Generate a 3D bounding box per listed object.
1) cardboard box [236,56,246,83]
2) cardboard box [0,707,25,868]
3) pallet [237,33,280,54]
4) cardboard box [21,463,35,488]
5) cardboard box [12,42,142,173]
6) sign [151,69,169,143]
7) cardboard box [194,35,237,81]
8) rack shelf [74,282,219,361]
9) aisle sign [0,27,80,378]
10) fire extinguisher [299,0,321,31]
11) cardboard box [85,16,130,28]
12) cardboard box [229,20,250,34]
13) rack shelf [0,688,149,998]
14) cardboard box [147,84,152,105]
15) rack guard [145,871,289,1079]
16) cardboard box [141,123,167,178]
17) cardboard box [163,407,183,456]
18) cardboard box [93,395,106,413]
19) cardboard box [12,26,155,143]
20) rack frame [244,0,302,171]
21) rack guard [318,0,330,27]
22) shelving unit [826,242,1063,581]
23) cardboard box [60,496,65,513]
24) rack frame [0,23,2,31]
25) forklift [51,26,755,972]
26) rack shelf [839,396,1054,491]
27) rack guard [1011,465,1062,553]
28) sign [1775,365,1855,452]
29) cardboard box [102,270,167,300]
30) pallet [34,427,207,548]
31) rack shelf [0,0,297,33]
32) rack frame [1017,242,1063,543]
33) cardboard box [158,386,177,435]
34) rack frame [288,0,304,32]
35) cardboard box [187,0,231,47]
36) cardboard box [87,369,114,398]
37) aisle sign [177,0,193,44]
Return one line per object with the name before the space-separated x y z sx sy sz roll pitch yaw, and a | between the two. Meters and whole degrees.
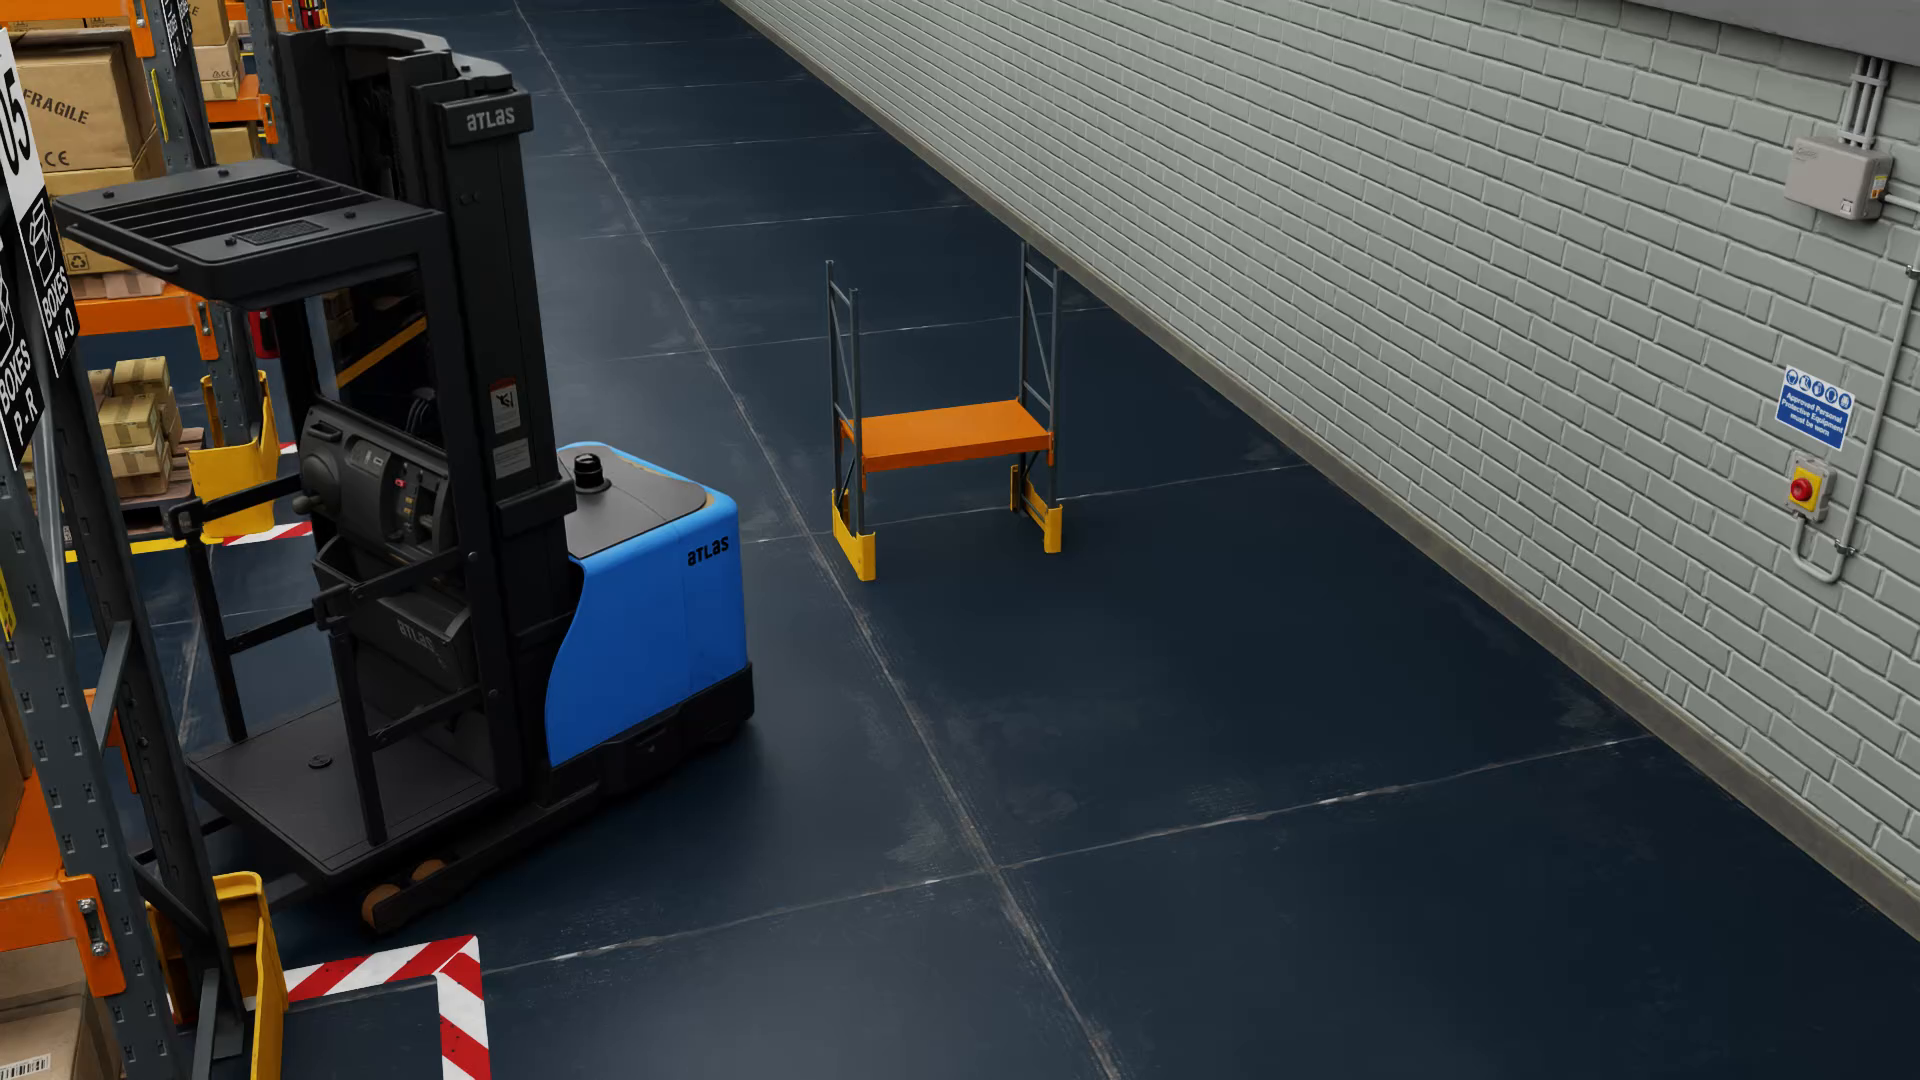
cardboard box | -5.804 -3.713 13.139 0.250 0.149 0.380 -8 27 -16
cardboard box | -2.672 0.589 4.079 0.500 0.500 0.500 -8 28 -16
pallet | -9.258 -6.554 21.715 1.213 0.211 1.003 -8 28 -16
cardboard box | -4.831 -0.403 8.587 0.250 0.149 0.380 -9 28 -18
cardboard box | -4.282 -2.082 7.998 0.500 0.500 0.500 -9 28 -17
sign | -3.772 -2.047 7.842 0.005 0.325 0.100 -8 28 -16
cardboard box | -5.743 -3.622 12.507 0.500 0.250 0.500 -9 28 -17
rack shelf | -5.826 -1.026 8.253 4.000 0.370 1.077 -8 28 -16
aisle sign | -2.317 -0.842 4.149 0.004 0.787 0.394 -8 28 -16
fire extinguisher | -6.614 -5.456 16.873 0.183 0.674 0.296 -8 28 -16
cardboard box | -6.380 -4.116 12.659 0.500 0.500 0.500 -9 28 -17
cardboard box | -9.282 -6.655 21.474 0.250 0.166 0.380 -8 28 -16
rack shelf | -4.197 1.053 4.065 4.000 0.370 1.077 -8 28 -16
cardboard box | -6.088 -3.364 12.434 0.250 0.149 0.380 -8 28 -16
rack guard | -2.273 1.571 5.023 0.348 0.500 1.175 -8 28 -16
cardboard box | -4.437 -1.857 8.670 0.500 0.500 0.500 -7 27 -14
cardboard box | -4.522 -0.598 9.316 0.250 0.149 0.380 -8 27 -15
cardboard box | -4.606 -0.611 8.673 0.250 0.149 0.380 -8 27 -15
cardboard box | -4.433 -2.300 8.439 0.500 0.500 0.500 -8 28 -16
rack frame | -5.364 -3.735 12.900 0.127 3.000 1.000 -8 28 -16
rack guard | -8.501 -6.794 21.873 0.348 0.500 1.175 -8 28 -16
shelving unit | -0.073 -0.661 8.395 1.083 1.500 0.587 -8 28 -16
cardboard box | -4.573 -0.296 8.707 0.250 0.149 0.380 -7 27 -15
rack frame | -2.295 -2.232 3.126 0.127 3.000 1.000 -8 28 -16
forklift | -2.230 -0.168 5.793 1.130 2.935 3.031 21 33 36
rack shelf | -0.081 -0.499 8.473 1.000 0.185 0.538 -8 28 -16
rack guard | 0.401 -0.170 8.811 0.087 0.250 0.587 -8 28 -16
sign | 3.102 -0.481 6.042 0.001 0.218 0.327 -8 28 -16
cardboard box | -4.147 -1.347 8.373 0.250 0.149 0.380 -8 28 -16
pallet | -4.780 -0.268 9.052 1.213 0.211 1.003 -8 28 -16
rack shelf | -8.800 -5.232 16.724 4.000 0.370 1.077 -8 28 -16
rack frame | 0.402 -0.730 8.534 0.032 1.500 0.500 -8 28 -16
cardboard box | -4.502 -0.705 9.196 0.250 0.149 0.380 -7 27 -14
rack frame | -6.898 -5.829 17.118 0.127 3.000 1.000 -8 28 -16
cardboard box | -5.746 -3.959 12.342 0.500 0.500 0.500 -8 27 -15
cardboard box | -4.753 -0.784 9.021 0.250 0.149 0.380 -8 27 -15
aisle sign | -3.948 -2.925 8.346 0.004 0.787 0.394 -8 28 -16
